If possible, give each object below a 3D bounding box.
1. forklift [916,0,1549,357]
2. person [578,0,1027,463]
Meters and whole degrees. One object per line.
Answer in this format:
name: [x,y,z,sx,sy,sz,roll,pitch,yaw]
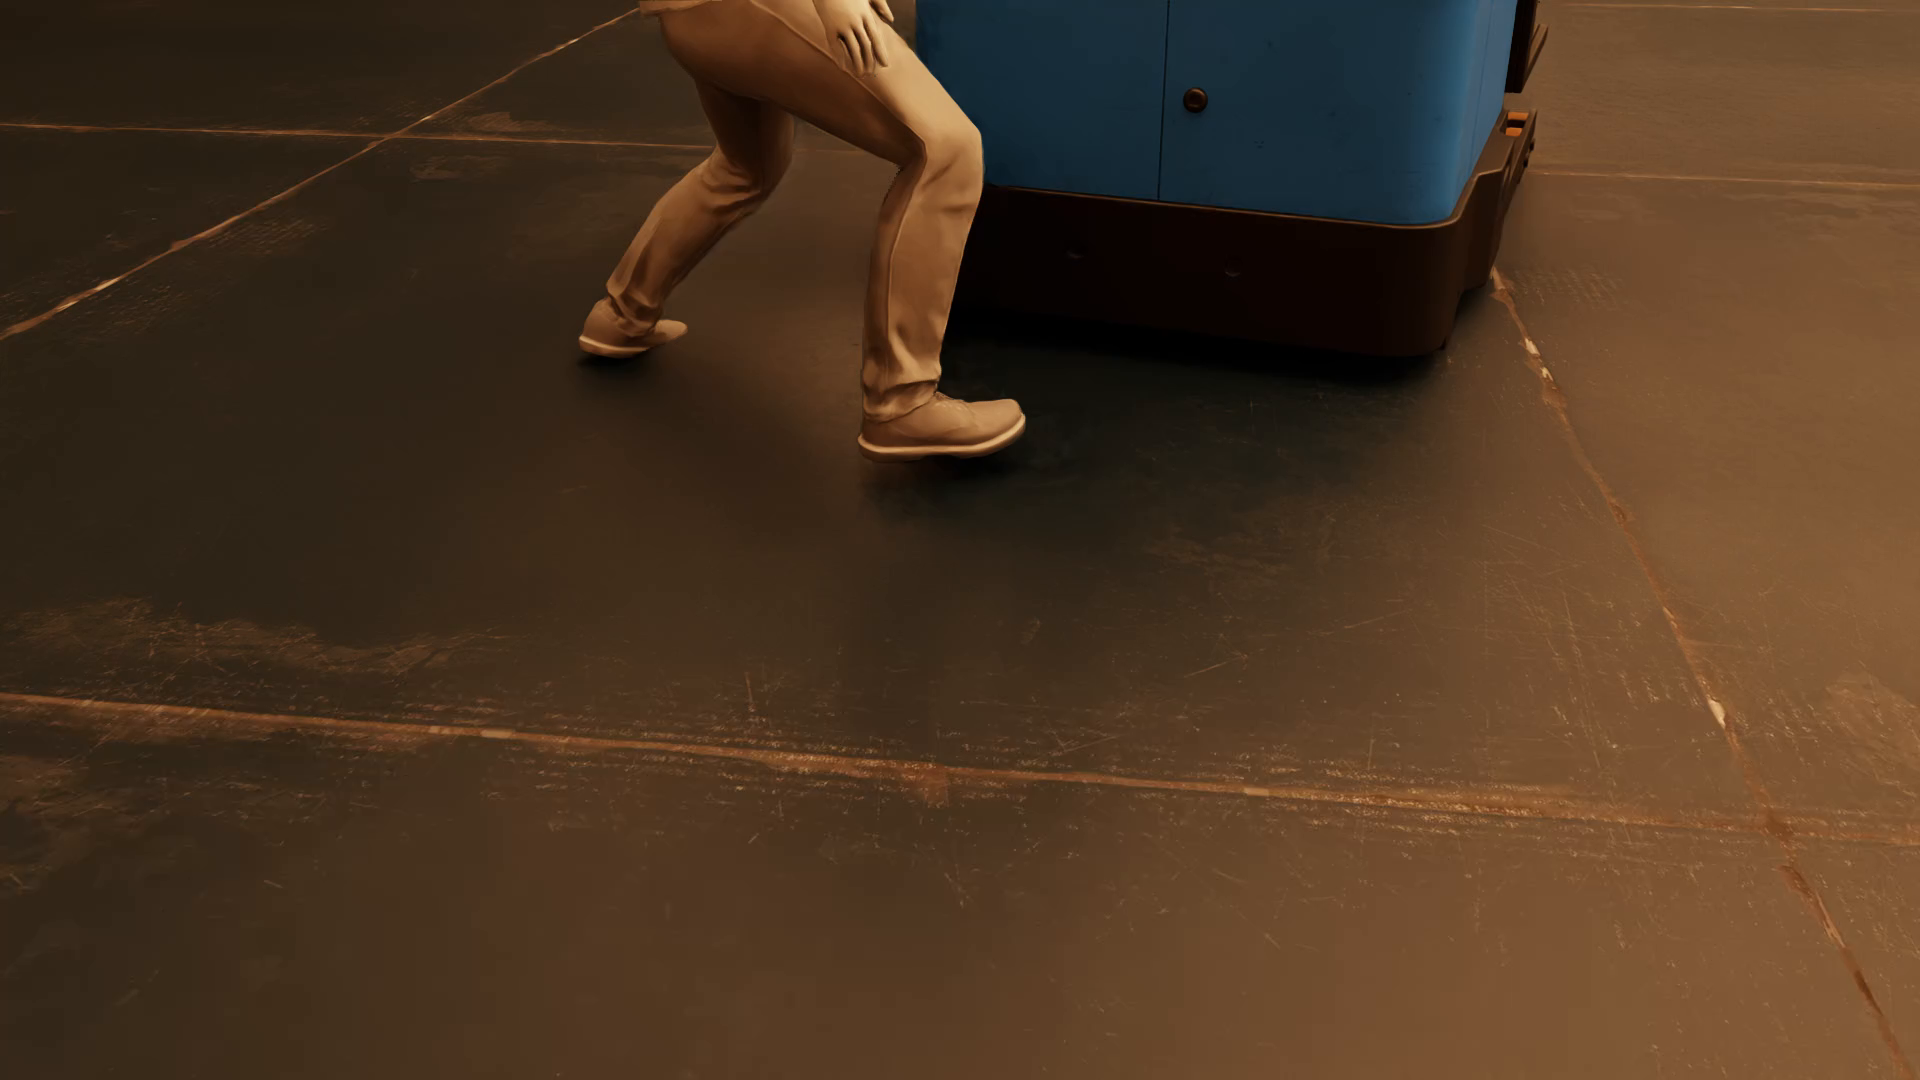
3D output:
forklift: [0.912,-2.276,3.780,1.130,2.935,3.031,10,28,19]
person: [-0.315,-0.924,2.710,0.774,1.537,0.899,-3,27,-6]
